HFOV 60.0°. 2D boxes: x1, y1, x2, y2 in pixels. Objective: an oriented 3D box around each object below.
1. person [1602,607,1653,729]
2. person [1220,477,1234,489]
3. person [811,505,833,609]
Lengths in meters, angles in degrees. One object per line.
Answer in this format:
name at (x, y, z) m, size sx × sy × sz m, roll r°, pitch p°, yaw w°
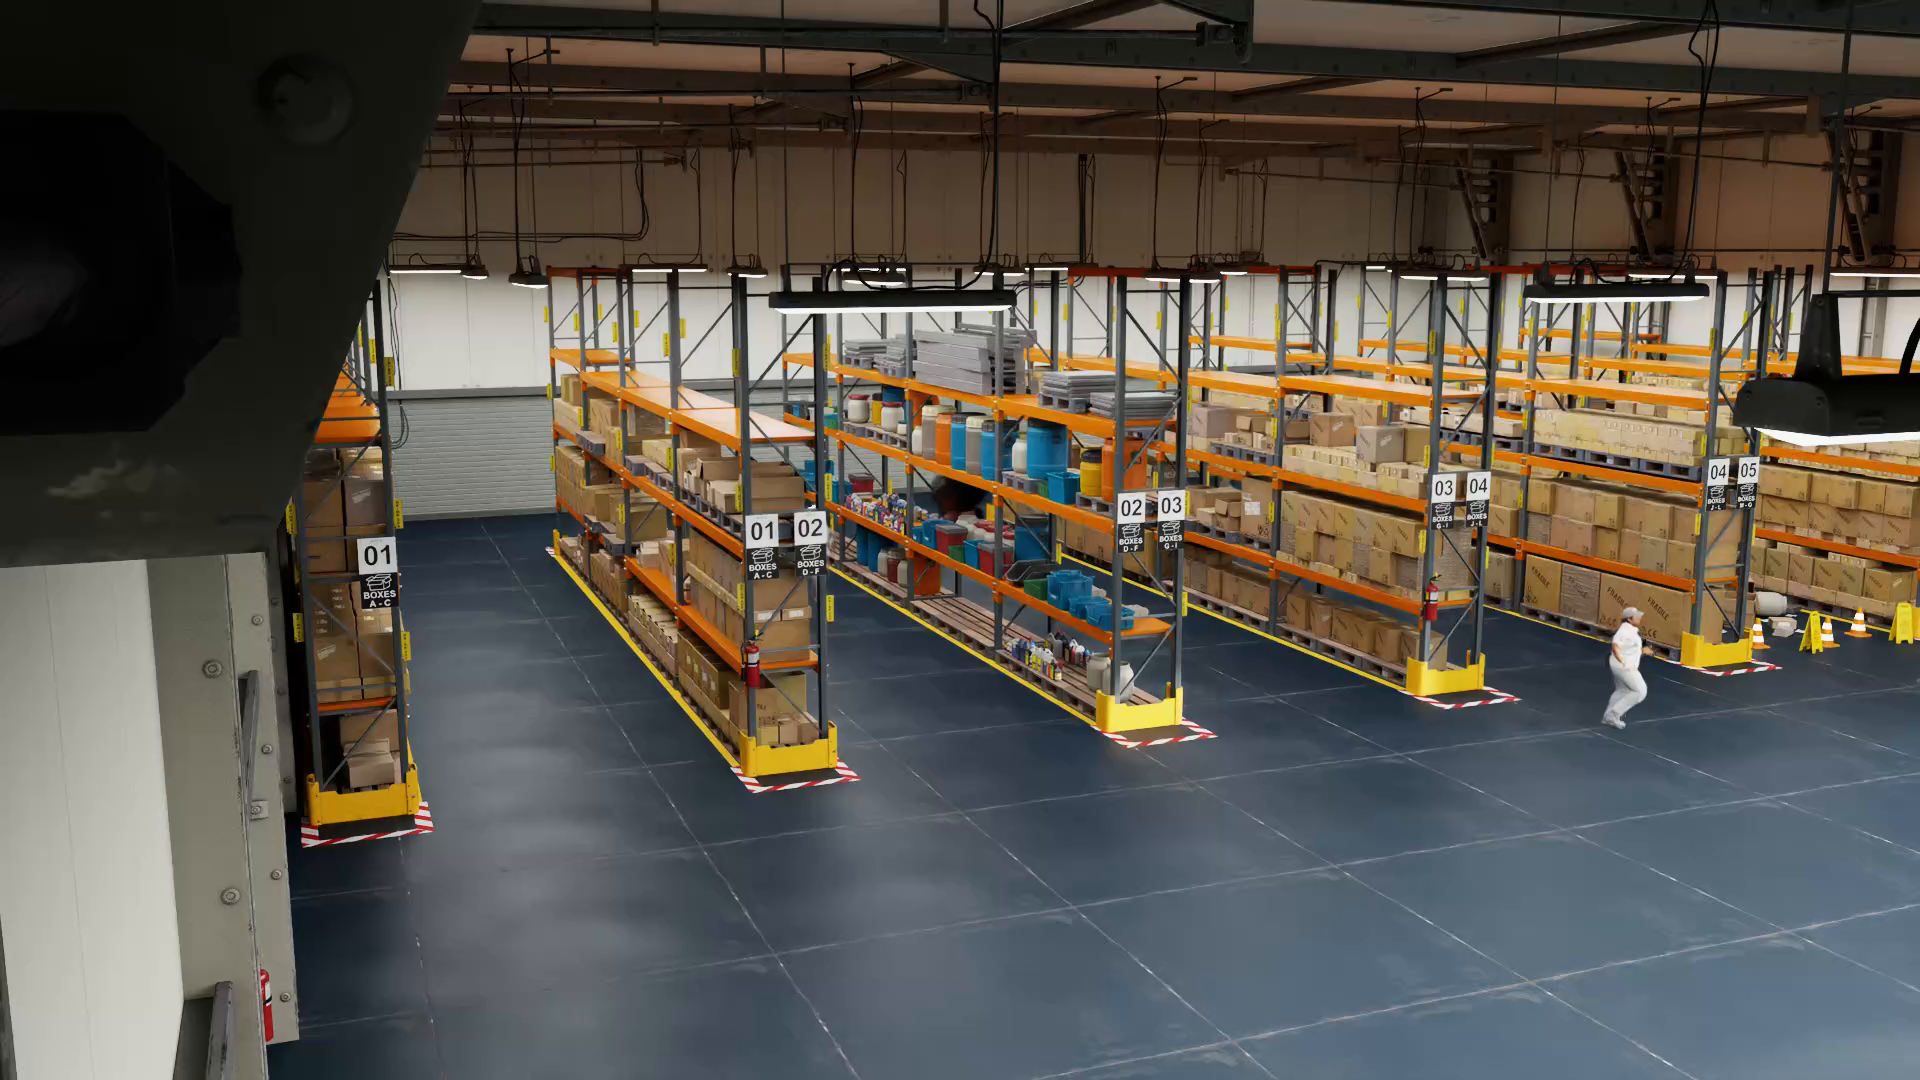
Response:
person at (8.931, 1.696, 22.193) m, size 0.592 × 1.633 × 0.586 m, roll 3°, pitch 10°, yaw 16°
person at (6.645, -1.701, 41.395) m, size 0.835 × 1.783 × 0.680 m, roll 8°, pitch 13°, yaw 39°
person at (-2.443, 0.290, 28.304) m, size 0.667 × 1.755 × 0.716 m, roll -5°, pitch 11°, yaw -28°
